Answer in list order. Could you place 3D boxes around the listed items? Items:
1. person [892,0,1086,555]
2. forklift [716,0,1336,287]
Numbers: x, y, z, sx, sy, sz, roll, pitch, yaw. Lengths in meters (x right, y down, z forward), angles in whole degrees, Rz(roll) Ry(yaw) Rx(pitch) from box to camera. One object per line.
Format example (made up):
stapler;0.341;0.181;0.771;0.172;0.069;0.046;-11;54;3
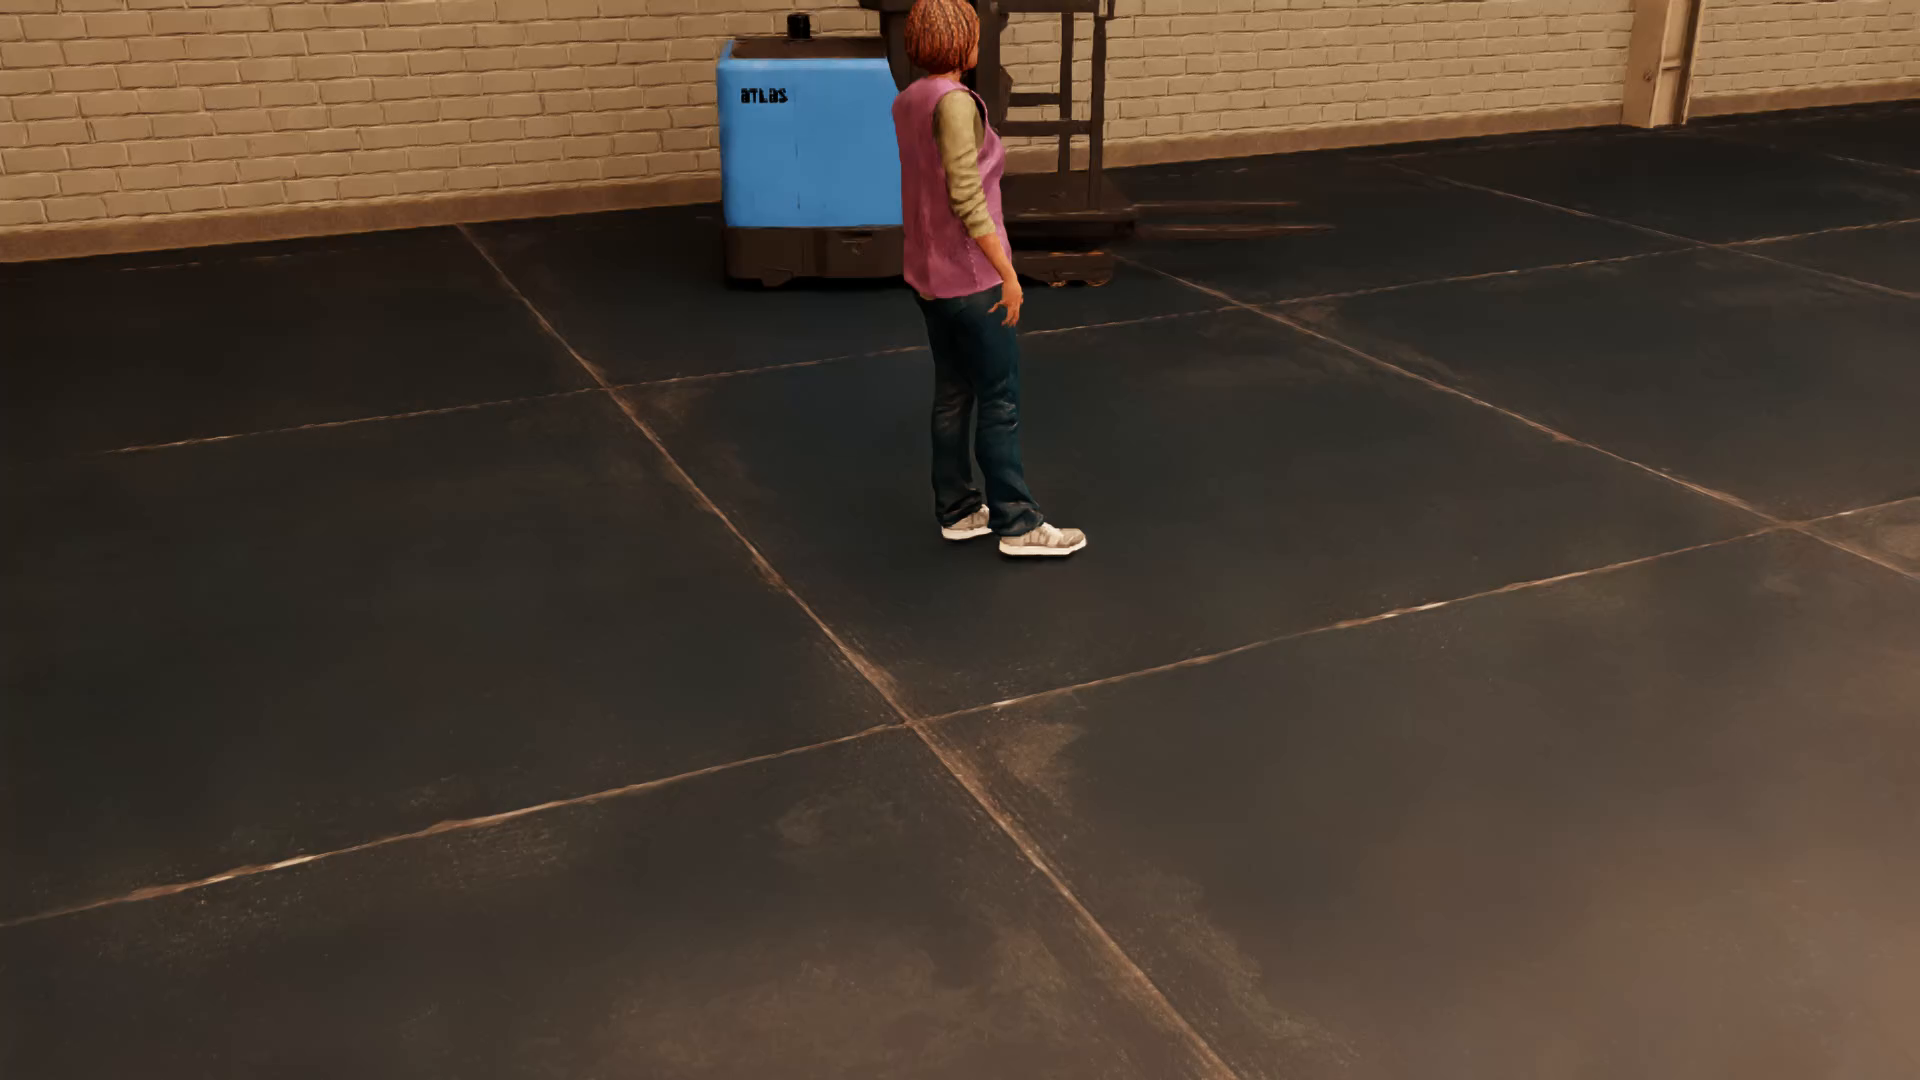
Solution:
person;0.073;-0.751;4.815;0.474;1.597;0.520;-10;25;-23
forklift;0.336;-2.781;7.981;3.031;2.935;1.130;-2;23;-5
